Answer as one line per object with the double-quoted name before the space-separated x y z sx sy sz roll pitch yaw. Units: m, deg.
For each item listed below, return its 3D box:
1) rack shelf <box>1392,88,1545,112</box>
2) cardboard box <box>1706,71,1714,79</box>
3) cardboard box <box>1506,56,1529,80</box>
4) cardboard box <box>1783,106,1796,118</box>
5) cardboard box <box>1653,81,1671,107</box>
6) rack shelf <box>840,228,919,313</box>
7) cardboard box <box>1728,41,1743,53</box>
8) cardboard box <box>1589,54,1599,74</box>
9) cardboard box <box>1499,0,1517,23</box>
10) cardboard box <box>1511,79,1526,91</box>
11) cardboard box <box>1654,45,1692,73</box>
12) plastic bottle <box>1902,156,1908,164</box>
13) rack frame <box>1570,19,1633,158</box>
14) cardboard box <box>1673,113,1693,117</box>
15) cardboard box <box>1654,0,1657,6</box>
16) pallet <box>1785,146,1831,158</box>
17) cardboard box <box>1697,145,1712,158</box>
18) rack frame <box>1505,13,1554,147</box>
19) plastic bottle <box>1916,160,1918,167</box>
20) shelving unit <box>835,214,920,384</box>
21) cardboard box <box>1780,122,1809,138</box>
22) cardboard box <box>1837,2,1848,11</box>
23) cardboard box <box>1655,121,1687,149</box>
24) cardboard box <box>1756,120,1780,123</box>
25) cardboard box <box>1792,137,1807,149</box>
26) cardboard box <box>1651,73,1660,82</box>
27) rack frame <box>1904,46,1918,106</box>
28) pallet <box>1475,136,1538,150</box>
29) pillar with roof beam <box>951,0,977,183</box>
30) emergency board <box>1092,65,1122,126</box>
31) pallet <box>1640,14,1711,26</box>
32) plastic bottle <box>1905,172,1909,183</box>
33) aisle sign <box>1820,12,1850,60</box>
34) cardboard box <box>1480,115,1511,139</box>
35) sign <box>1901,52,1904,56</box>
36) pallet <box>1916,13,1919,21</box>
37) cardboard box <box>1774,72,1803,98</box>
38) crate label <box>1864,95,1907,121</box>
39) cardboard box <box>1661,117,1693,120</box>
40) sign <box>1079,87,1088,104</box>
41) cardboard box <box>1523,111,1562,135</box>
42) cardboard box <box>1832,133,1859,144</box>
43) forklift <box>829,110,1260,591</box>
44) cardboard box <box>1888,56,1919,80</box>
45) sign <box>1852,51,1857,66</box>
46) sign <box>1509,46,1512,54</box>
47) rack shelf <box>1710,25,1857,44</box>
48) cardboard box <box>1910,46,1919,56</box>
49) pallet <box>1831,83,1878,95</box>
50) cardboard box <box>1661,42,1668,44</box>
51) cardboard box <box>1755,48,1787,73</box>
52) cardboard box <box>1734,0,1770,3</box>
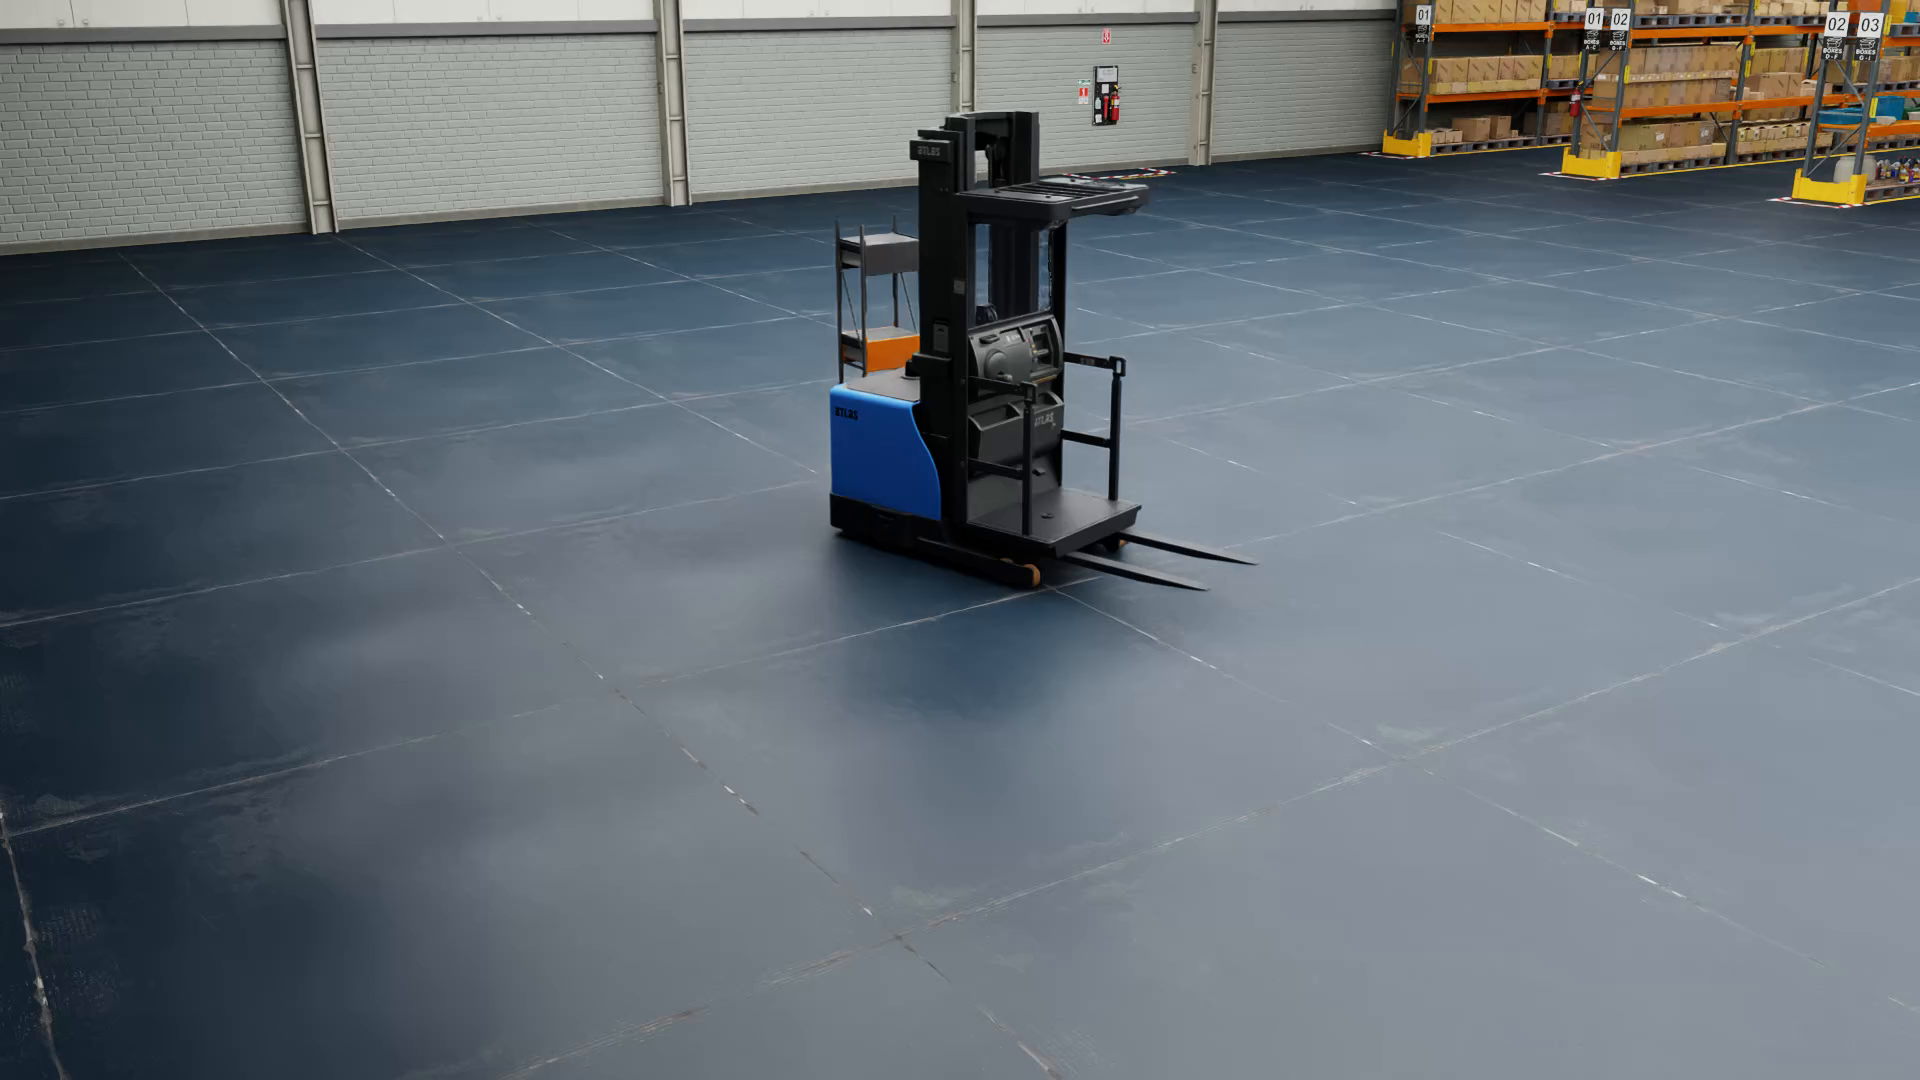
"rack shelf" 11.658 -10.121 38.123 4.000 0.370 1.077 -12 22 -31
"cardboard box" 15.303 -9.603 34.298 0.250 0.149 0.380 -12 22 -32
"cardboard box" 12.690 -10.853 38.195 0.500 0.500 0.500 -12 22 -32
"cardboard box" 21.983 -11.616 44.668 0.500 0.500 0.700 -13 22 -33
"cardboard box" 13.966 -9.091 33.797 0.500 0.500 0.700 -12 22 -31
"rack shelf" -0.588 -1.980 12.177 0.480 0.518 0.431 -12 22 -31
"cardboard box" 19.760 -12.626 42.585 0.500 0.250 0.500 -11 22 -30
"cardboard box" 15.254 -11.464 40.128 0.500 0.500 0.700 -12 22 -31
"cardboard box" 12.171 -11.944 37.519 0.500 0.500 0.500 -13 23 -33
"cardboard box" 12.679 -10.503 38.331 0.500 0.250 0.500 -12 22 -31
"cardboard box" 14.431 -9.807 33.888 0.500 0.500 0.700 -12 22 -31
"plastic bottle" 17.875 -7.087 31.473 0.185 0.351 0.144 -11 22 -30
"rack frame" 12.715 -8.785 33.048 0.127 3.000 1.000 -12 22 -31
"cardboard box" 18.090 -10.947 42.141 0.750 0.750 0.750 -12 22 -32
"cardboard box" 13.996 -10.801 33.591 0.500 0.311 0.500 -9 21 -25
"pallet" 18.688 -8.739 37.265 1.213 0.211 1.003 -12 22 -31
"cardboard box" 15.366 -8.161 34.838 0.500 0.250 0.500 -12 22 -31
"rack frame" 13.328 -10.814 39.049 0.127 3.000 1.000 -12 22 -31
"plastic bottle" 18.074 -7.055 31.482 0.133 0.283 0.061 -12 22 -31
"shelving unit" -0.587 -1.330 12.397 0.503 2.100 0.431 -12 22 -31
"cardboard box" 18.241 -9.017 36.495 0.500 0.311 0.500 -12 22 -32
"cardboard box" 19.049 -11.648 36.412 0.500 0.250 0.500 -14 23 -35
"cardboard box" 14.540 -8.336 34.184 0.500 0.500 0.500 -12 22 -31
"cardboard box" 17.936 -9.159 36.915 0.500 0.311 0.500 -13 22 -33
"cardboard box" 18.241 -8.754 36.591 0.500 0.250 0.500 -11 22 -30
"cardboard box" 13.801 -9.286 33.361 0.250 0.149 0.380 -12 22 -32
"rack frame" 22.737 -10.899 39.300 0.127 3.000 1.000 -12 22 -31
"pallet" 12.787 -9.366 39.118 1.213 0.211 1.003 -12 22 -31
"pillar with roof beam" 2.442 -10.041 27.396 0.400 9.000 9.100 -12 22 -31
"emergency board" 3.001 -8.983 33.631 0.643 1.169 0.194 -12 22 -31
"pallet" 14.340 -10.498 33.569 1.213 0.211 1.003 -12 22 -31
"plastic bottle" 17.208 -6.597 30.257 0.097 0.201 0.097 0 19 0
"aisle sign" 15.213 -8.758 28.908 0.004 0.787 0.394 -12 22 -31
"cardboard box" 12.483 -9.645 38.807 0.500 0.500 0.500 -14 23 -35
"sign" 22.432 -11.453 39.587 0.005 0.325 0.100 -12 22 -31
"pallet" 21.290 -11.952 38.023 1.003 0.211 1.213 -12 22 -31
"cardboard box" 18.004 -9.942 36.313 0.500 0.500 0.500 -13 23 -34
"crate label" 16.825 -7.873 30.294 0.616 0.435 0.502 -12 22 -31
"cardboard box" 15.083 -8.654 35.124 0.500 0.500 0.500 -12 22 -31
"sign" 2.482 -8.930 33.419 0.234 0.329 0.001 -12 22 -31
"cardboard box" 13.934 -9.973 39.776 0.500 0.500 0.700 -11 22 -30
"cardboard box" 19.934 -9.223 37.557 0.500 0.500 0.500 -11 22 -29
"forklift" 0.537 -1.258 10.889 3.031 2.935 1.130 15 24 37
"cardboard box" 22.219 -11.122 39.147 0.700 0.500 0.500 14 23 35
"sign" 19.705 -10.595 36.593 0.005 0.325 0.100 -12 22 -31
"sign" 13.020 -11.511 39.301 0.005 0.325 0.100 -12 22 -31
"rack shelf" 17.726 -10.923 35.809 4.000 0.370 1.077 -12 22 -31
"cardboard box" 23.017 -11.578 39.592 0.500 0.500 0.500 -12 22 -31
"pallet" 19.924 -10.242 37.656 1.003 0.211 1.213 -12 22 -31
"cardboard box" 17.770 -12.401 41.920 0.500 0.250 0.500 -13 22 -33
"cardboard box" 21.084 -12.584 43.815 0.700 0.700 0.980 -13 22 -33
"cardboard box" 16.593 -11.492 34.779 0.500 0.500 0.500 -12 22 -31
